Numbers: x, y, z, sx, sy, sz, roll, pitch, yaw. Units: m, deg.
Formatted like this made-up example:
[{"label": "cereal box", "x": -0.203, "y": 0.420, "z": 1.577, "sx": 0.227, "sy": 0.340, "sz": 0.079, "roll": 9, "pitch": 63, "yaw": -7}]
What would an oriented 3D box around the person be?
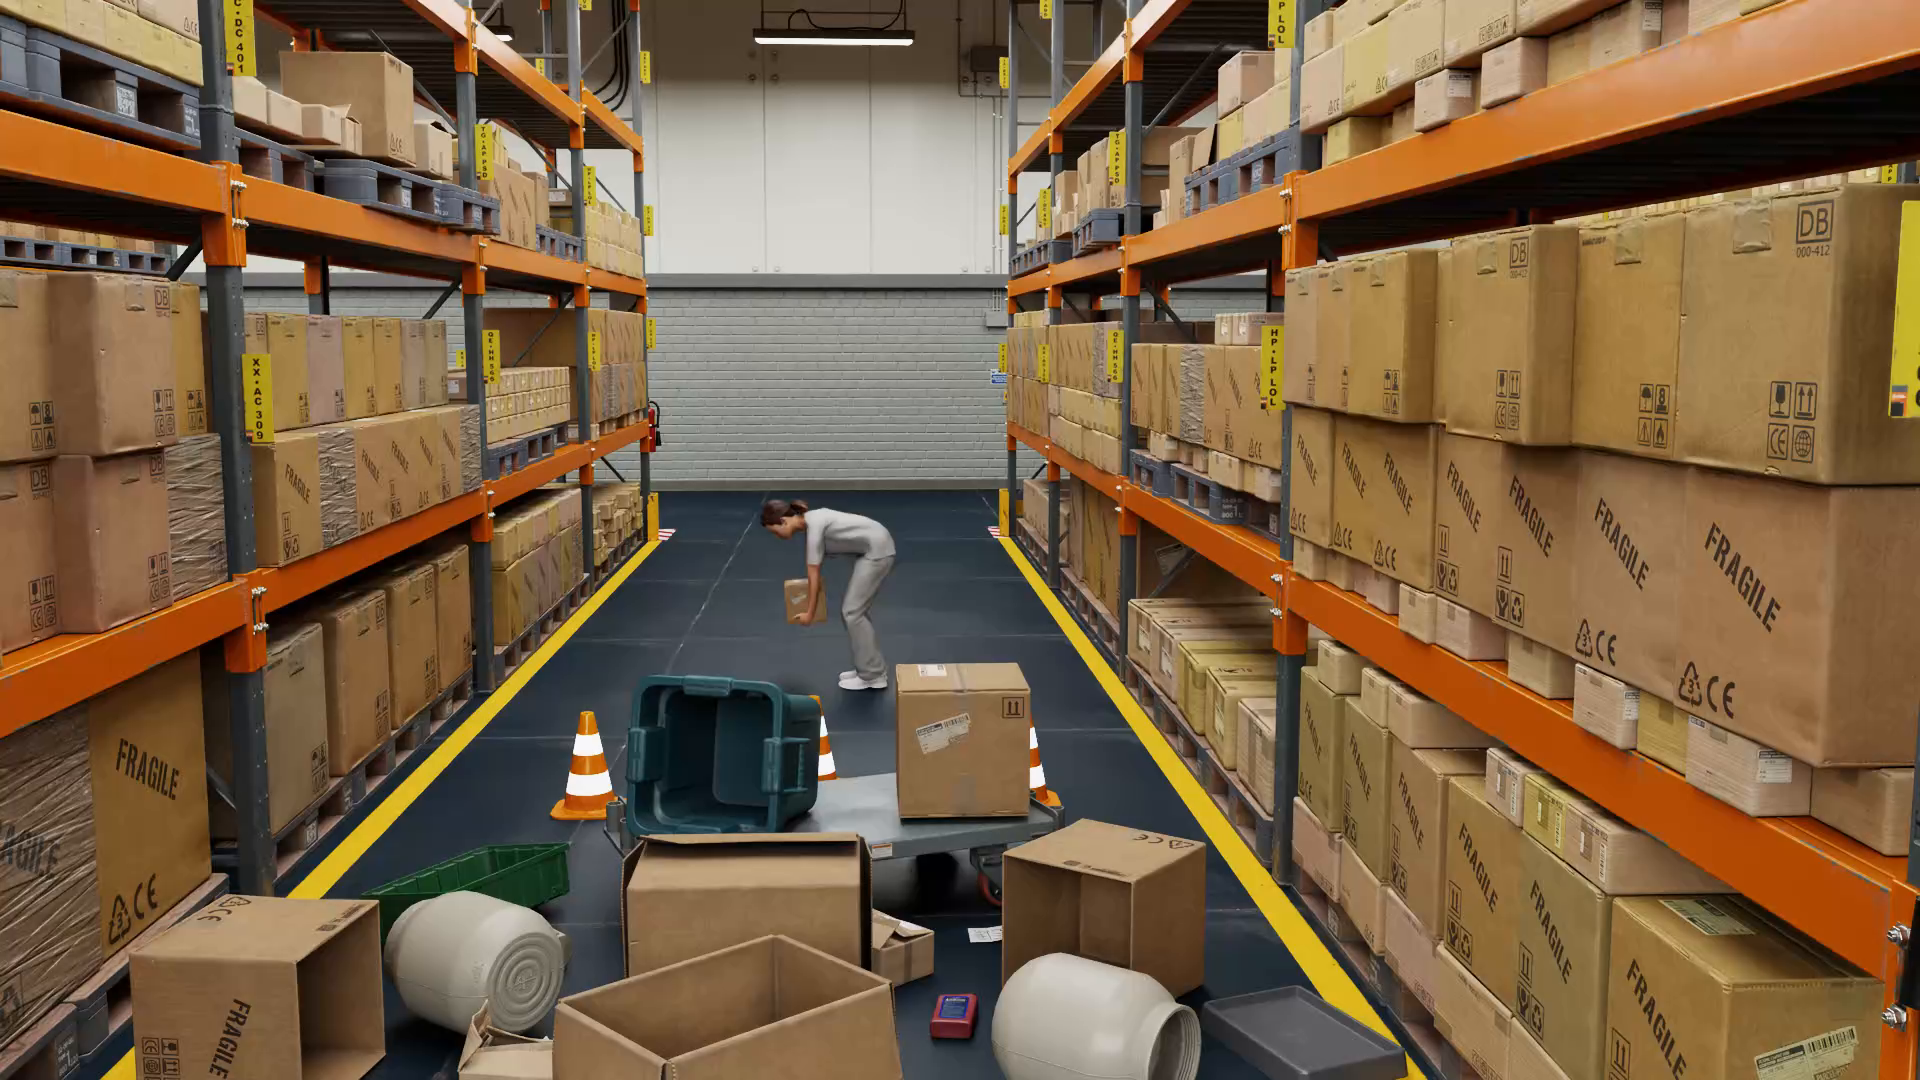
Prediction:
[{"label": "person", "x": -0.828, "y": 0.332, "z": 10.499, "sx": 0.853, "sy": 1.202, "sz": 0.417, "roll": -1, "pitch": 7, "yaw": -5}]
